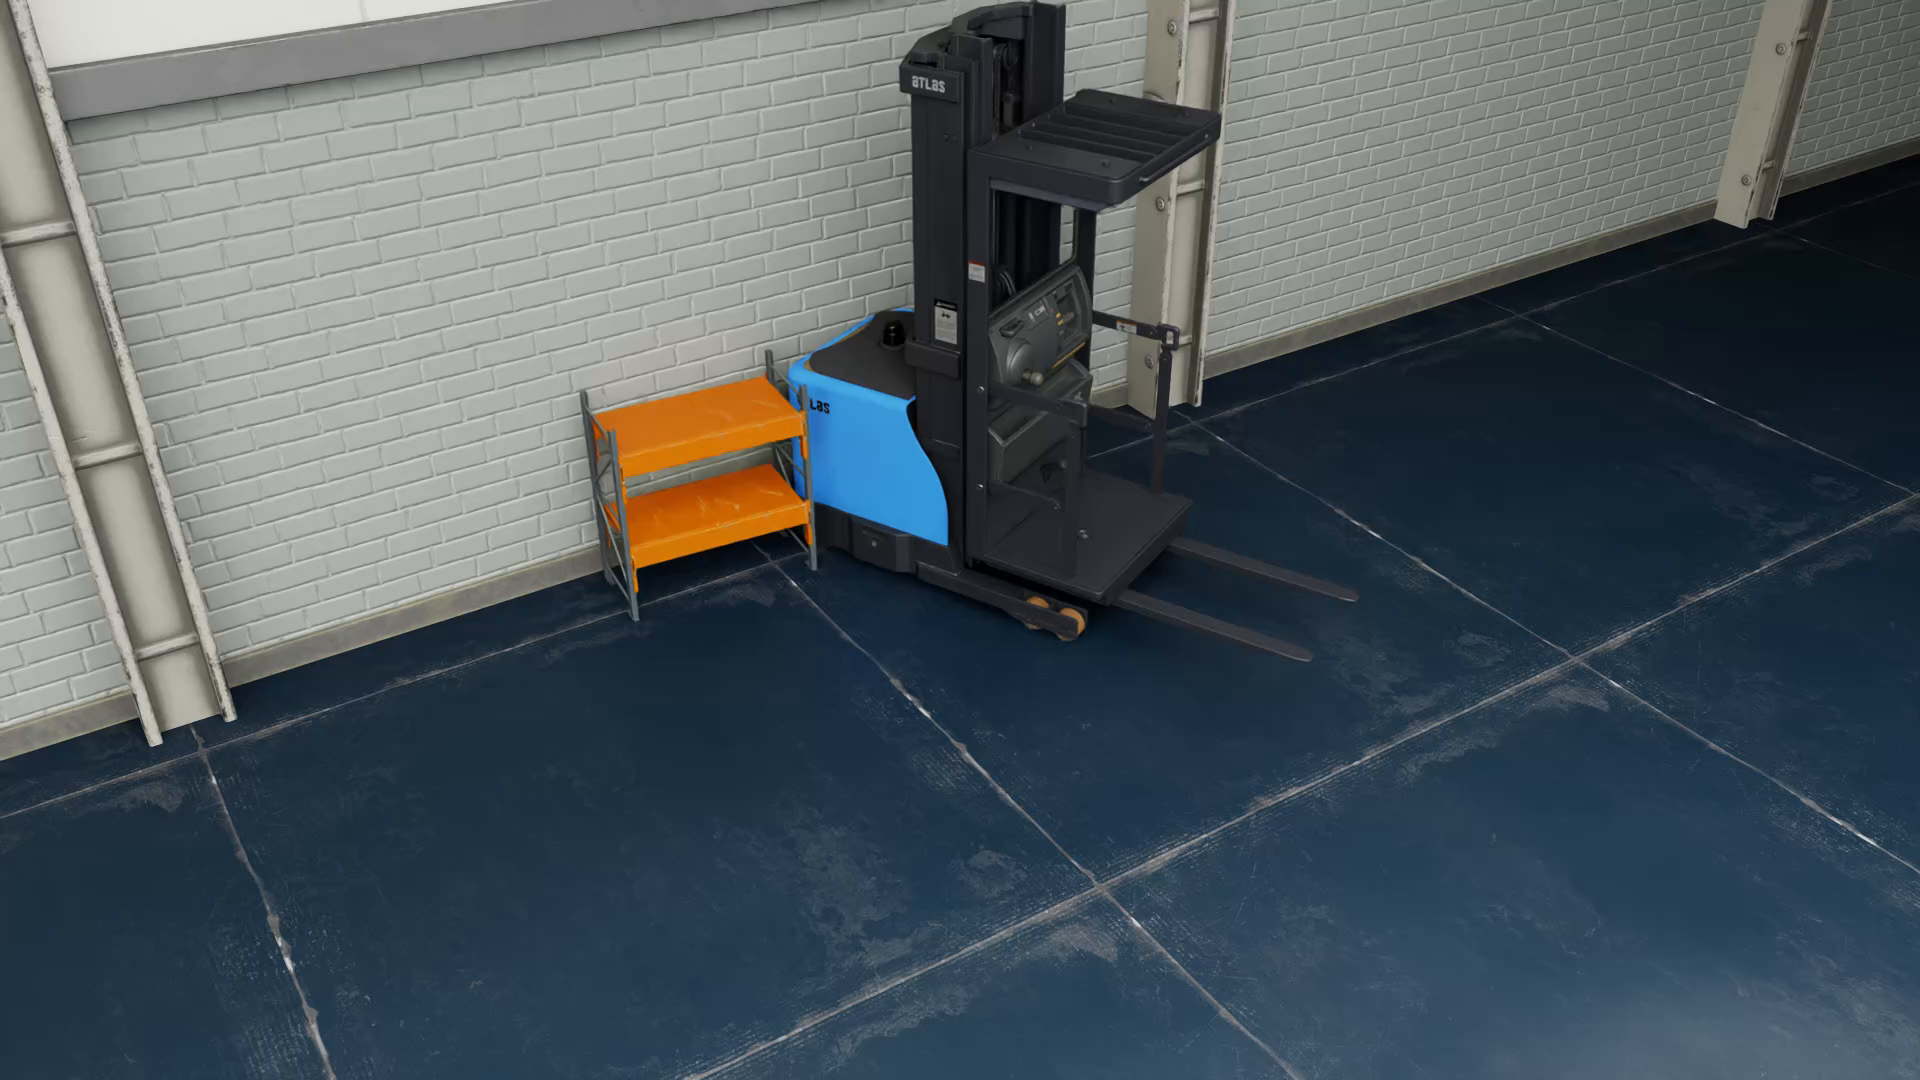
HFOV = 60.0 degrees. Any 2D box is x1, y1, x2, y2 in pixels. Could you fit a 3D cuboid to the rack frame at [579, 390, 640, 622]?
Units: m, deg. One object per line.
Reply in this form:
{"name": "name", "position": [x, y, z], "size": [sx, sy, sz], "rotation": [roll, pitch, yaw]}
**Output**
{"name": "rack frame", "position": [-1.808, -0.168, 8.584], "size": [0.032, 1.125, 0.500], "rotation": [-16, 36, -23]}

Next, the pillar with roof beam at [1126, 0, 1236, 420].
{"name": "pillar with roof beam", "position": [3.648, -2.761, 5.315], "size": [0.400, 9.000, 9.100], "rotation": [-19, 37, -27]}

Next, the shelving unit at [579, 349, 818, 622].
{"name": "shelving unit", "position": [-1.360, -0.296, 8.786], "size": [1.048, 1.125, 0.538], "rotation": [-16, 36, -23]}

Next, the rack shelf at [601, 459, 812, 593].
{"name": "rack shelf", "position": [-1.360, -0.089, 8.917], "size": [1.000, 0.278, 0.538], "rotation": [-16, 36, -23]}

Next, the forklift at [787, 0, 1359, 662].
{"name": "forklift", "position": [0.585, -1.045, 8.282], "size": [3.031, 2.935, 1.130], "rotation": [19, 37, 27]}

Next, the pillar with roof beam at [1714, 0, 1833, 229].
{"name": "pillar with roof beam", "position": [8.691, -4.496, 8.064], "size": [0.400, 9.000, 9.100], "rotation": [-19, 37, -27]}

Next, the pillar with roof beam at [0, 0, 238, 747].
{"name": "pillar with roof beam", "position": [-1.395, -1.027, 2.565], "size": [0.400, 9.000, 9.100], "rotation": [-19, 37, -27]}

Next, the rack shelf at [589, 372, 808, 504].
{"name": "rack shelf", "position": [-1.360, -0.543, 8.630], "size": [1.000, 0.278, 0.538], "rotation": [-16, 36, -23]}

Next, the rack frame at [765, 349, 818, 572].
{"name": "rack frame", "position": [-0.911, -0.423, 8.989], "size": [0.032, 1.125, 0.500], "rotation": [-16, 36, -23]}
